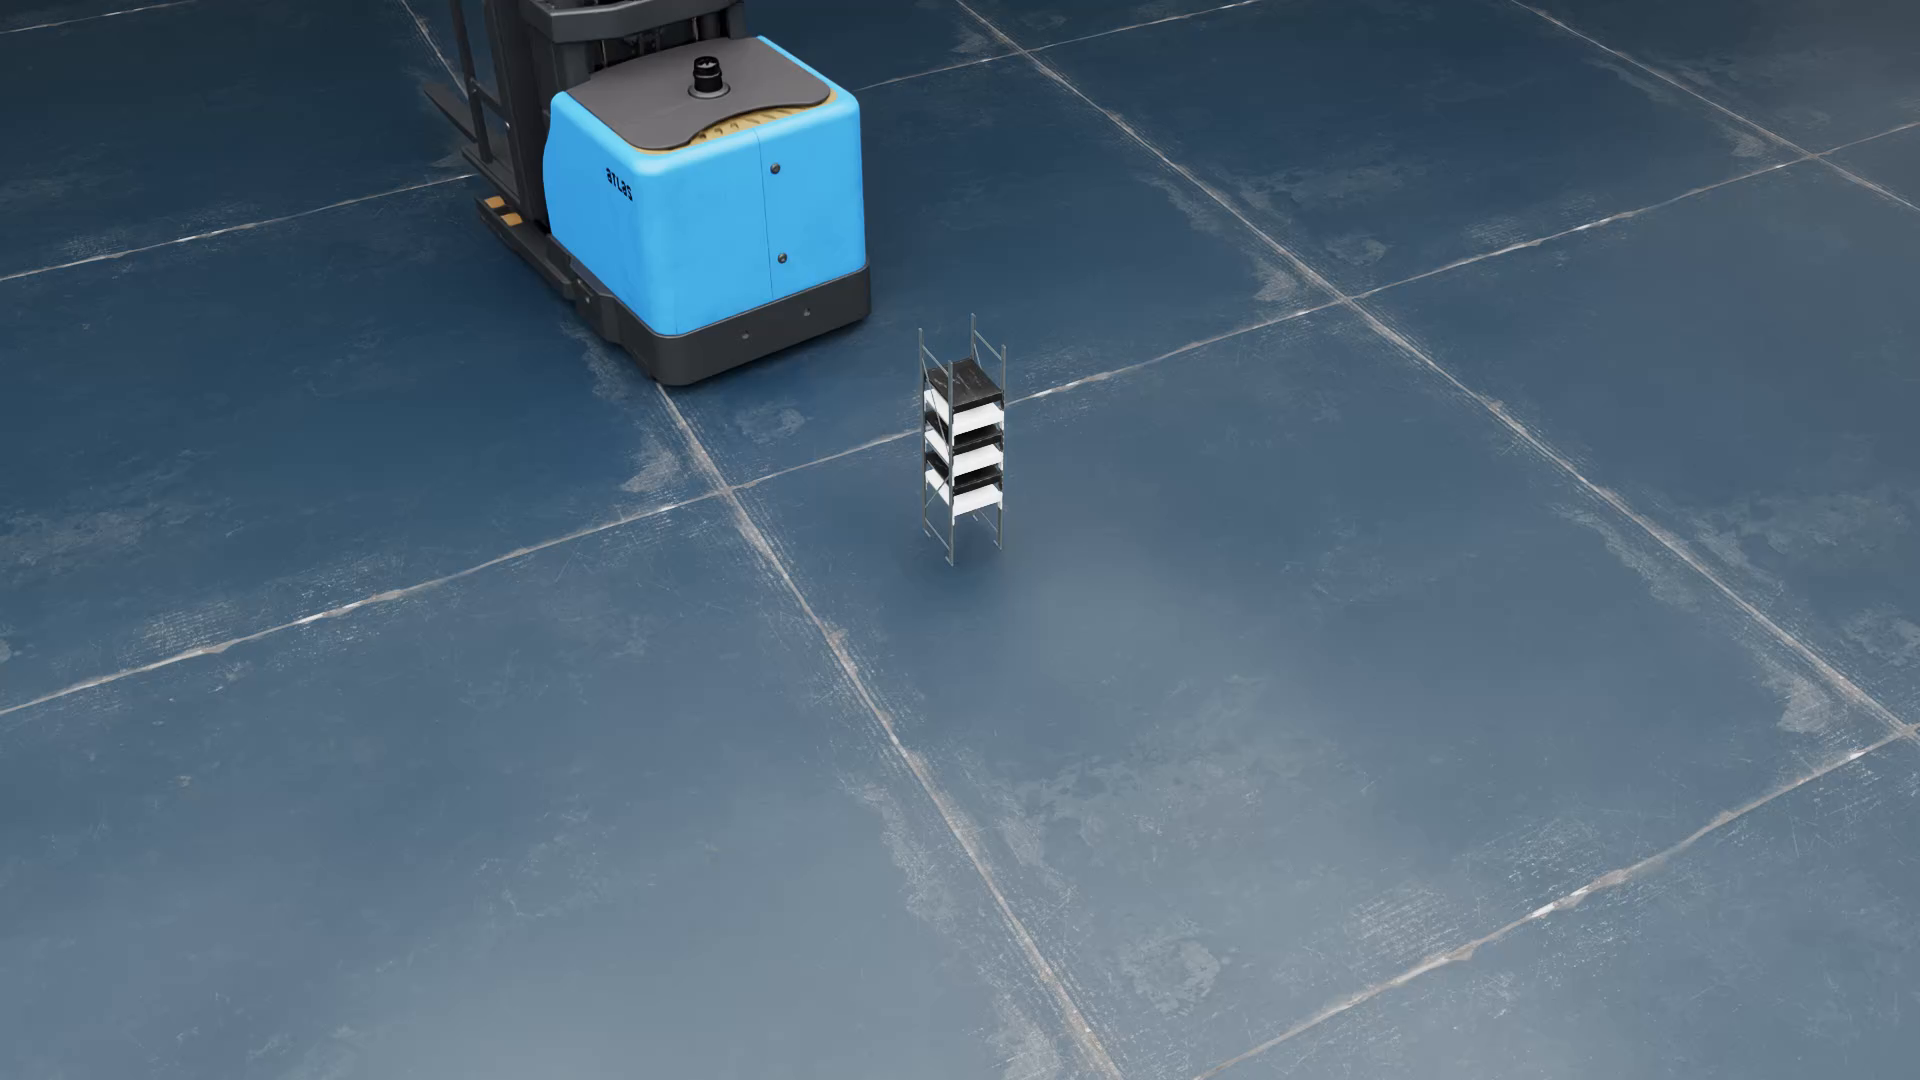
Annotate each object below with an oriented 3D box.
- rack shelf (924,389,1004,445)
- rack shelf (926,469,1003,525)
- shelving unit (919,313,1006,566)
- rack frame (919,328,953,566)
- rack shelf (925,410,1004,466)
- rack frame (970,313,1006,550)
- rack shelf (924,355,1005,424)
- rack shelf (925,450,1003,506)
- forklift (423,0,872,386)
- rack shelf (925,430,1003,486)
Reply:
[{"bbox_3d":[0.007,-0.458,5.867,0.200,0.077,0.258,-19,44,-21],"label":"rack shelf"},{"bbox_3d":[0.007,-0.183,6.100,0.200,0.077,0.258,-19,44,-21],"label":"rack shelf"},{"bbox_3d":[0.007,-0.346,5.962,0.210,0.900,0.258,-19,44,-21],"label":"shelving unit"},{"bbox_3d":[-0.083,-0.316,5.926,0.006,0.900,0.240,-19,44,-21],"label":"rack frame"},{"bbox_3d":[0.007,-0.389,5.926,0.200,0.077,0.258,-19,44,-21],"label":"rack shelf"},{"bbox_3d":[0.097,-0.376,5.998,0.006,0.900,0.240,-19,44,-21],"label":"rack frame"},{"bbox_3d":[0.007,-0.527,5.809,0.200,0.077,0.258,-19,44,-21],"label":"rack shelf"},{"bbox_3d":[0.007,-0.252,6.042,0.200,0.077,0.258,-19,44,-21],"label":"rack shelf"},{"bbox_3d":[-1.660,-2.666,7.131,1.130,2.935,3.031,-25,46,-27],"label":"forklift"},{"bbox_3d":[0.007,-0.320,5.984,0.200,0.077,0.258,-19,44,-21],"label":"rack shelf"}]
